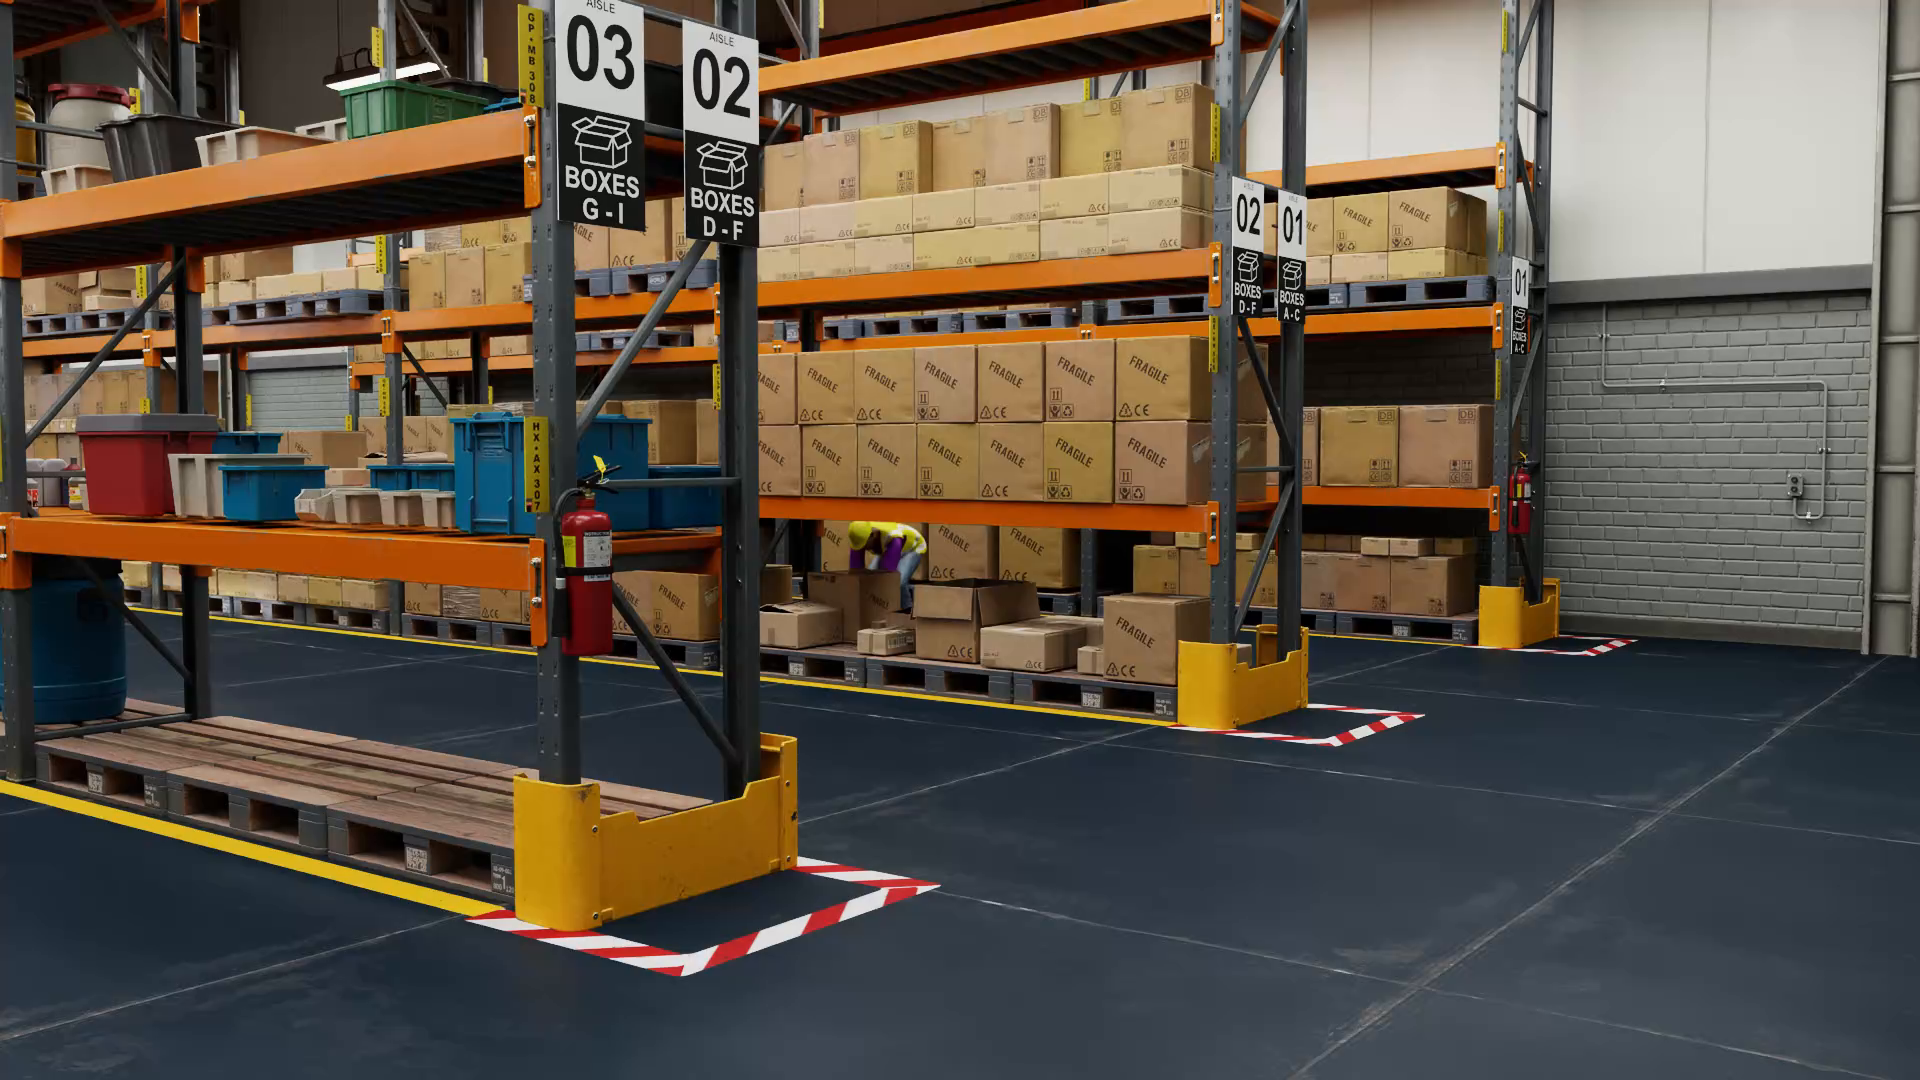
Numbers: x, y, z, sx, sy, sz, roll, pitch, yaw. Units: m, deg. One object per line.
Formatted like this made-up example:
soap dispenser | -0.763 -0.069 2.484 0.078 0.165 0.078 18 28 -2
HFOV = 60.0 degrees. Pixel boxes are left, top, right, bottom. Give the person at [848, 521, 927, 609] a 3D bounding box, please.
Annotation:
person | -0.667 0.311 14.633 0.522 1.042 0.965 2 4 33
